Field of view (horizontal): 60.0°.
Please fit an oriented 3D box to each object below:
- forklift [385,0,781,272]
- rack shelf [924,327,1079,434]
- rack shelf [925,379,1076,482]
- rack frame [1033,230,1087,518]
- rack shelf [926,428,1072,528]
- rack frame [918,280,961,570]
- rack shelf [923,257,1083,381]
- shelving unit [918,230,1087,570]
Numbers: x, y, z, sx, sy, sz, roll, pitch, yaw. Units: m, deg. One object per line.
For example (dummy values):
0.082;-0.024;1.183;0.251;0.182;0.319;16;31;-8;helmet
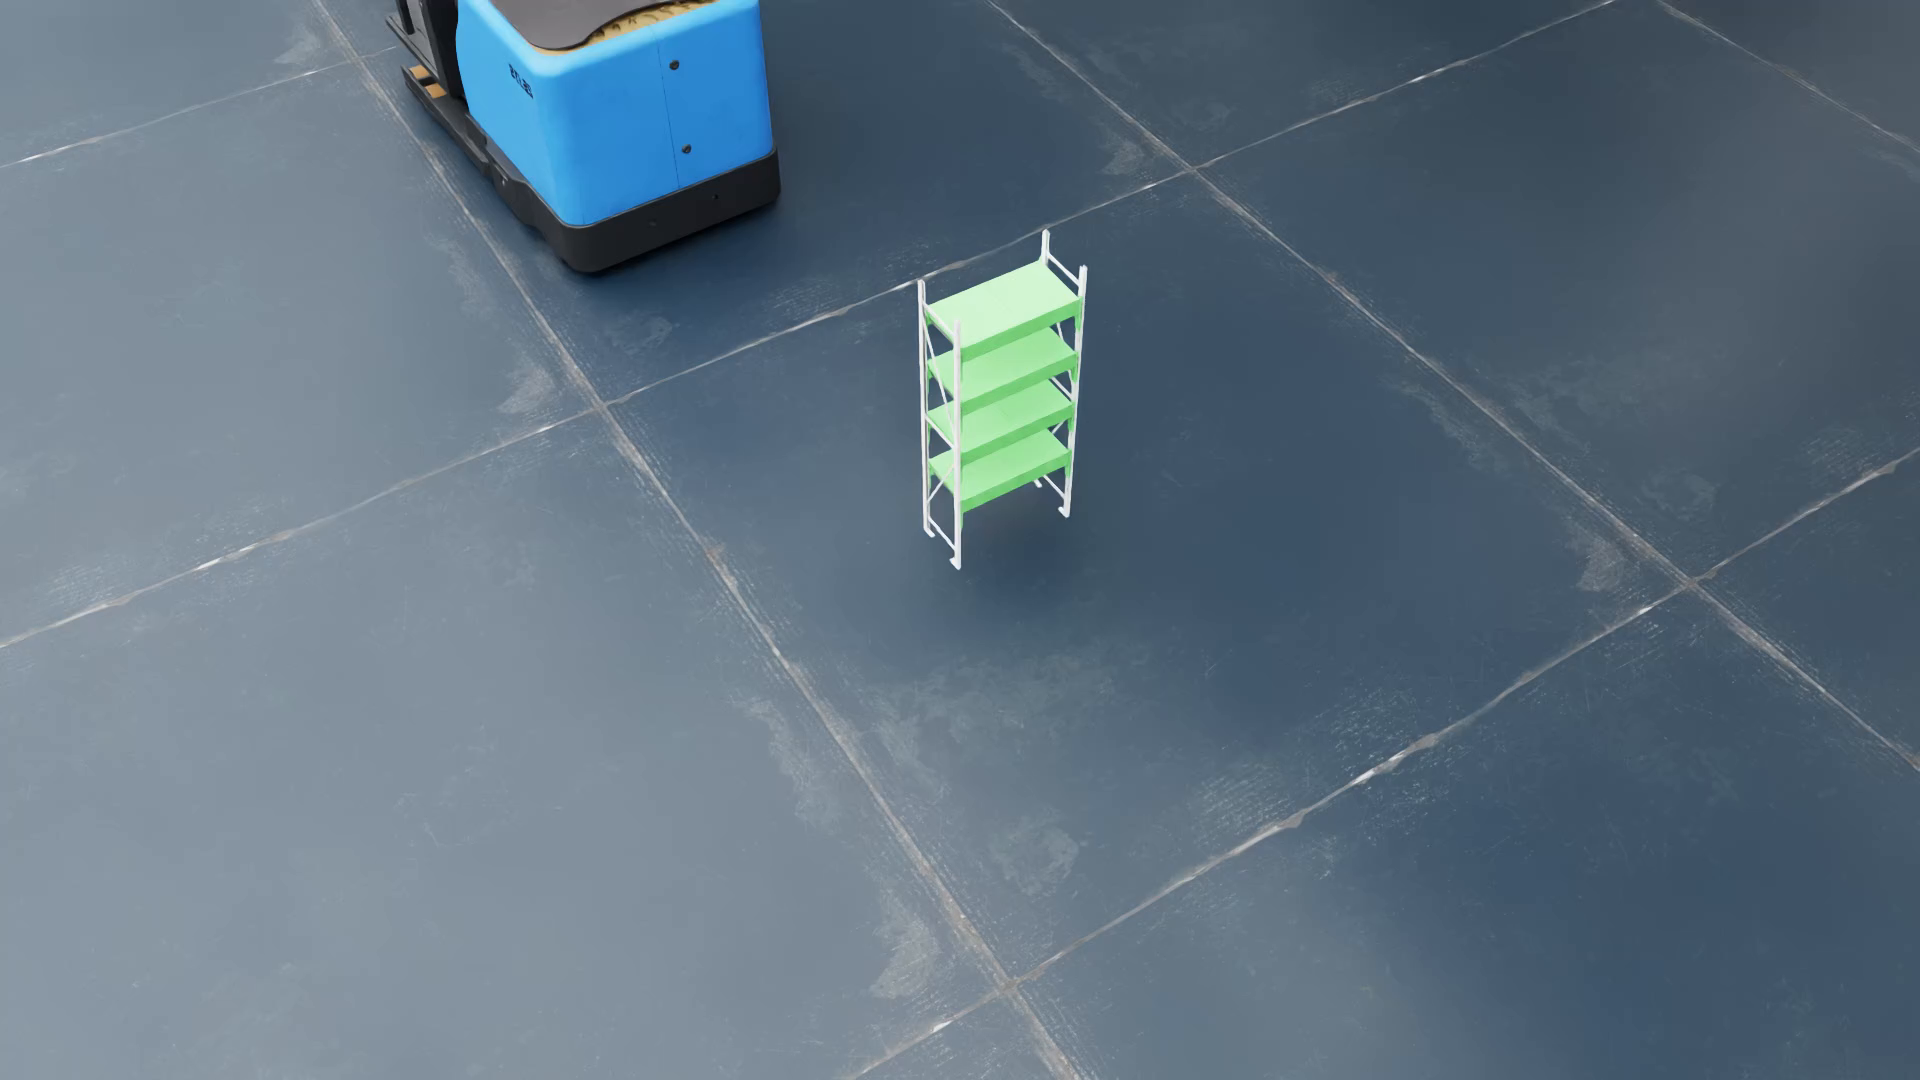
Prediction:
-2.065;-3.204;7.141;1.130;2.935;3.031;-27;54;-22;forklift
0.140;-0.582;5.729;0.480;0.148;0.258;-25;53;-21;rack shelf
0.140;-0.422;5.908;0.480;0.148;0.258;-25;53;-21;rack shelf
0.346;-0.562;5.947;0.015;1.200;0.240;-25;53;-21;rack frame
0.140;-0.263;6.088;0.480;0.148;0.258;-25;53;-21;rack shelf
-0.066;-0.368;5.774;0.015;1.200;0.240;-25;53;-21;rack frame
0.140;-0.742;5.550;0.480;0.148;0.258;-25;53;-21;rack shelf
0.140;-0.465;5.861;0.503;1.200;0.258;-25;53;-21;shelving unit
